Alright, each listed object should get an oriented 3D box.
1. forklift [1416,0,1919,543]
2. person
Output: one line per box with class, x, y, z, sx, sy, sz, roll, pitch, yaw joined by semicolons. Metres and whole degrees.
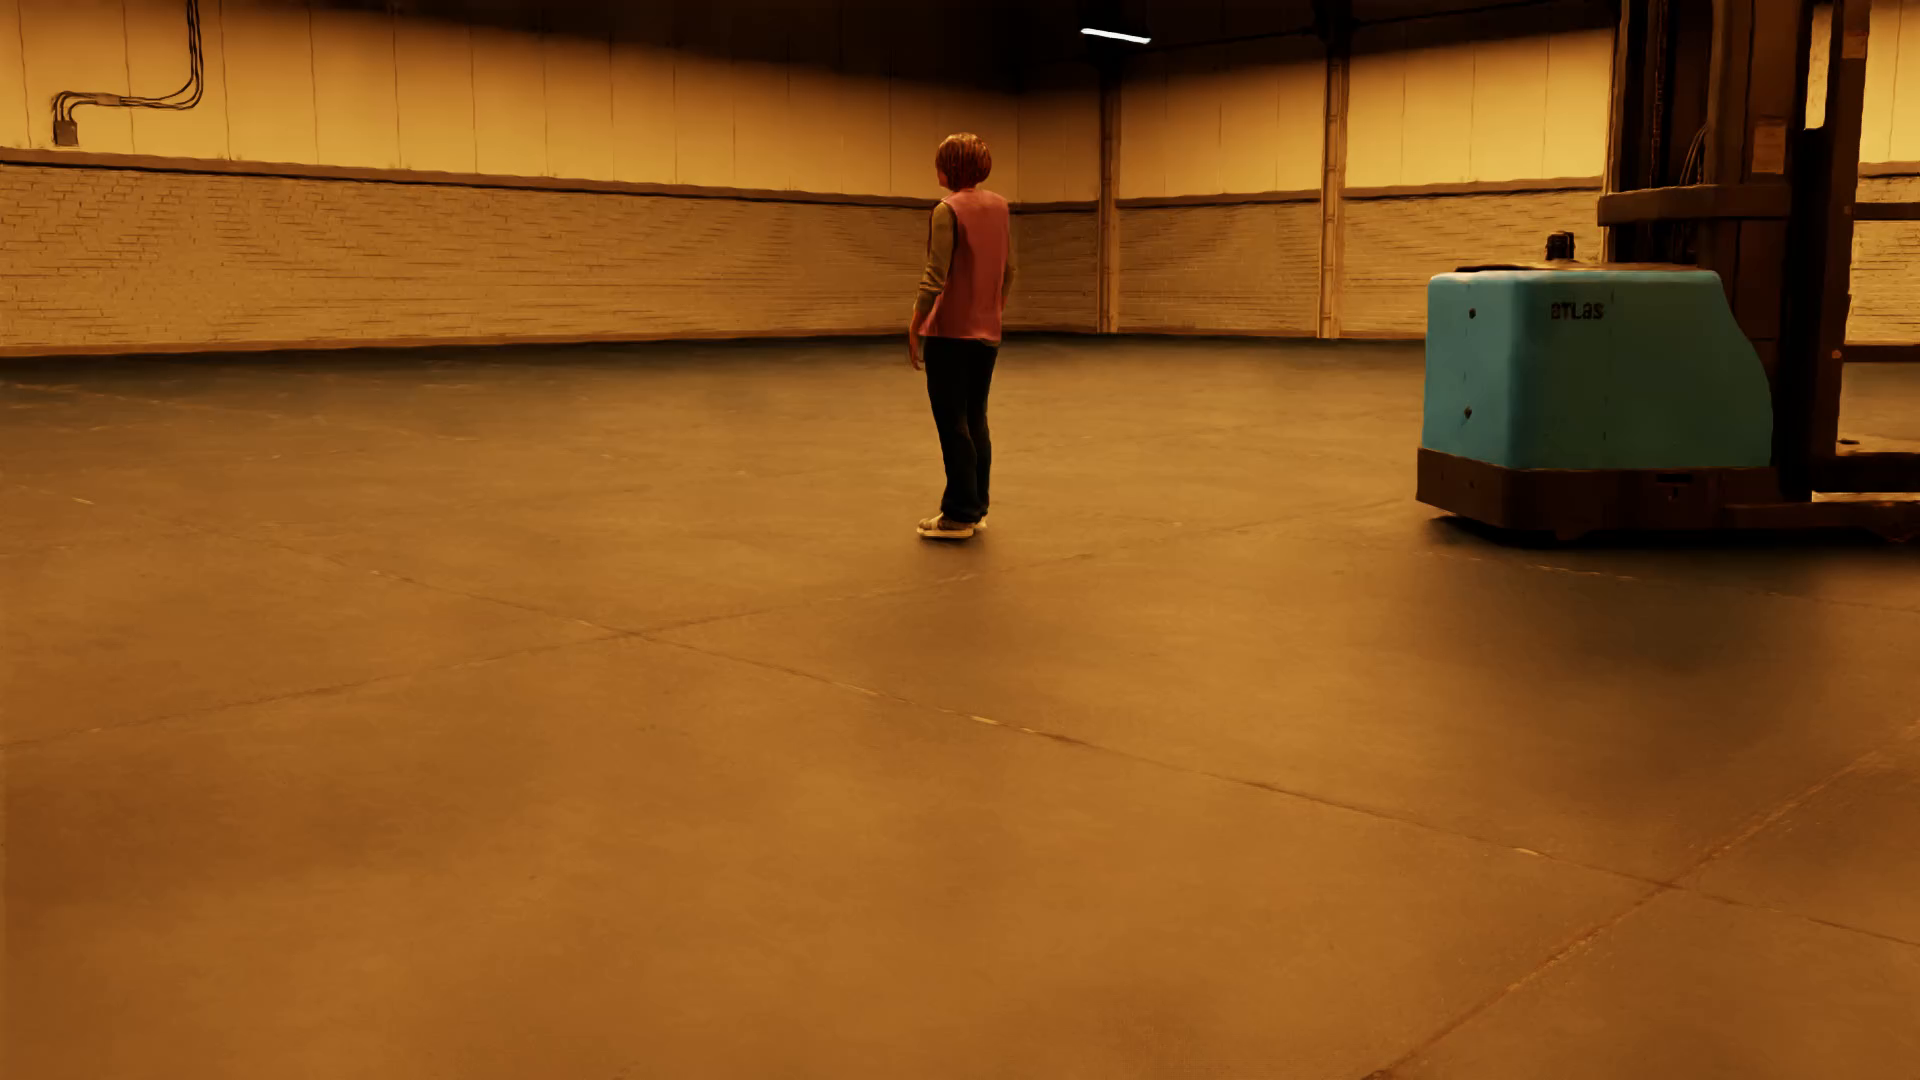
forklift;3.584;-1.513;6.924;3.031;2.935;1.130;-1;9;-6
person;-0.044;-0.806;6.658;0.474;1.597;0.520;8;12;43
